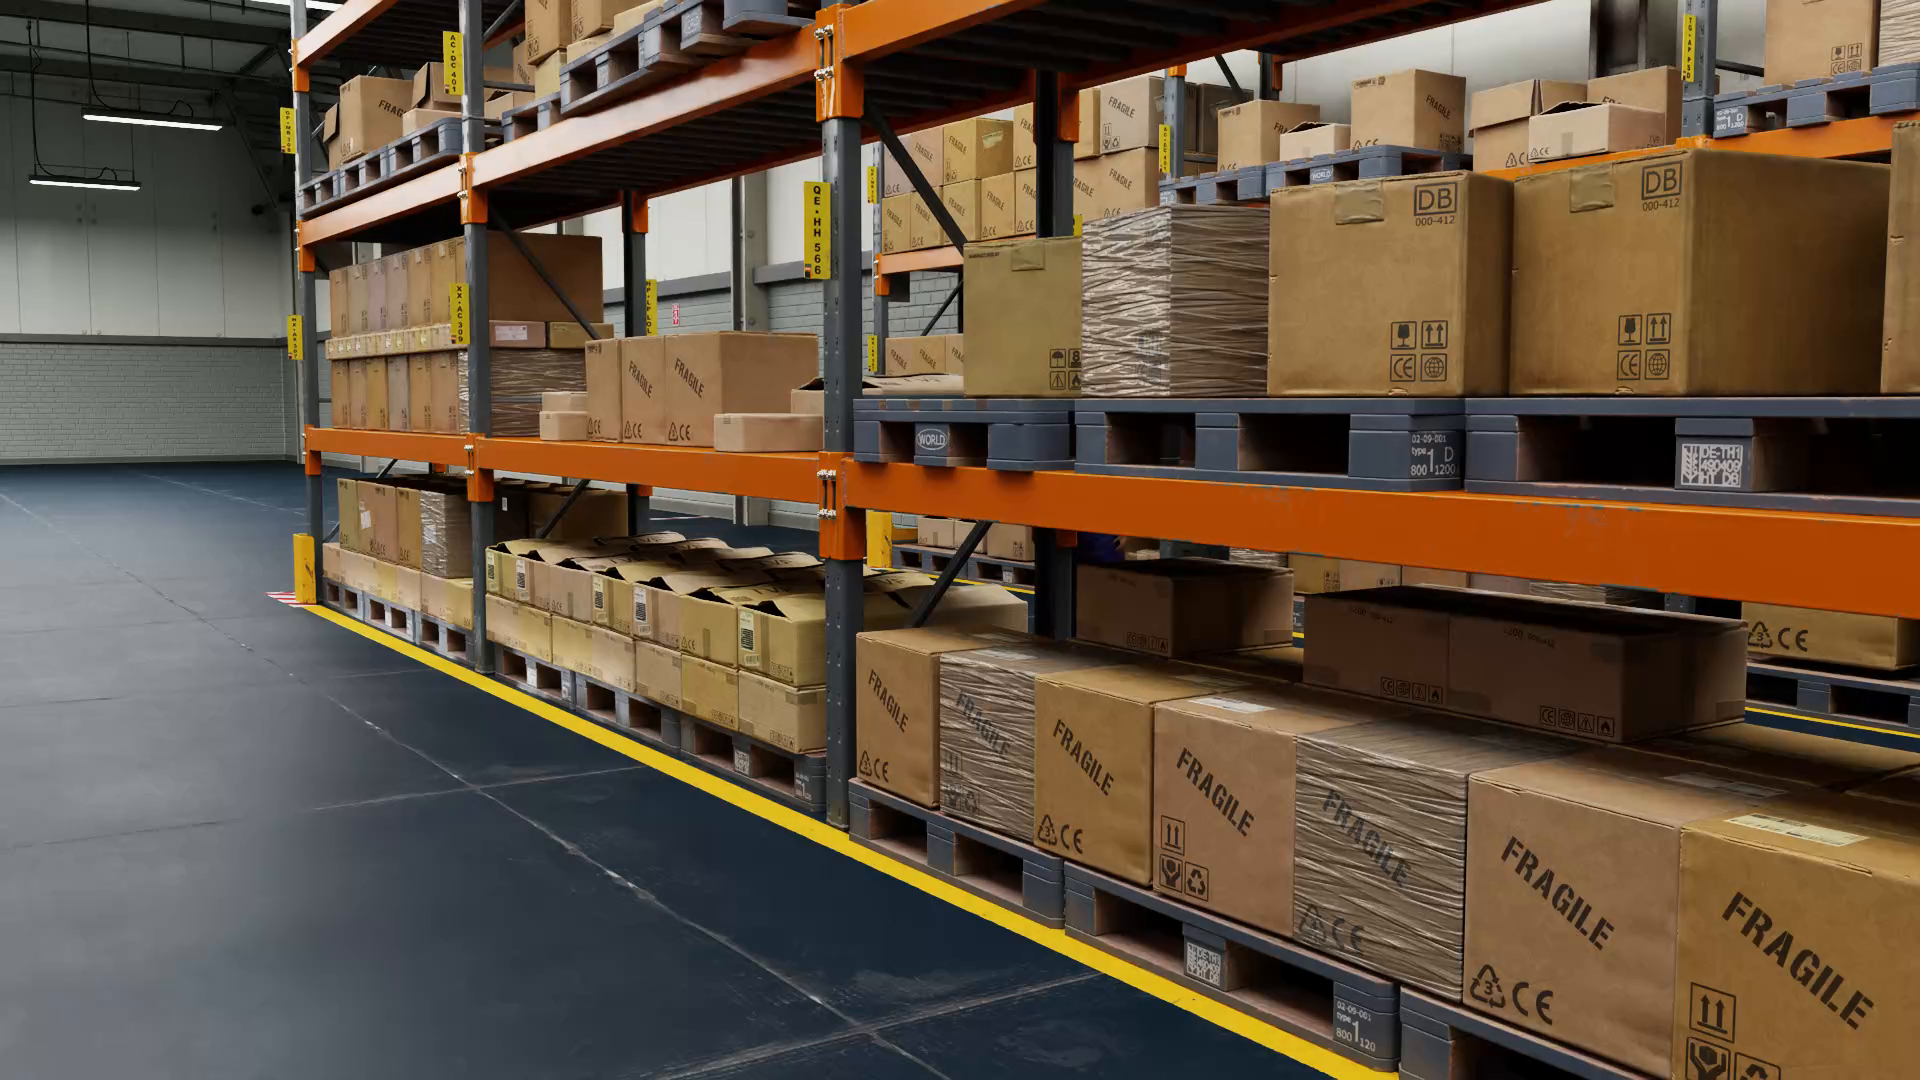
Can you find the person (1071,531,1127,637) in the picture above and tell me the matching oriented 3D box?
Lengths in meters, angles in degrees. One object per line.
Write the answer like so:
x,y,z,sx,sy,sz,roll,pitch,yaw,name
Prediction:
0.703,-0.073,9.009,0.369,1.650,0.550,-4,6,-36,person
